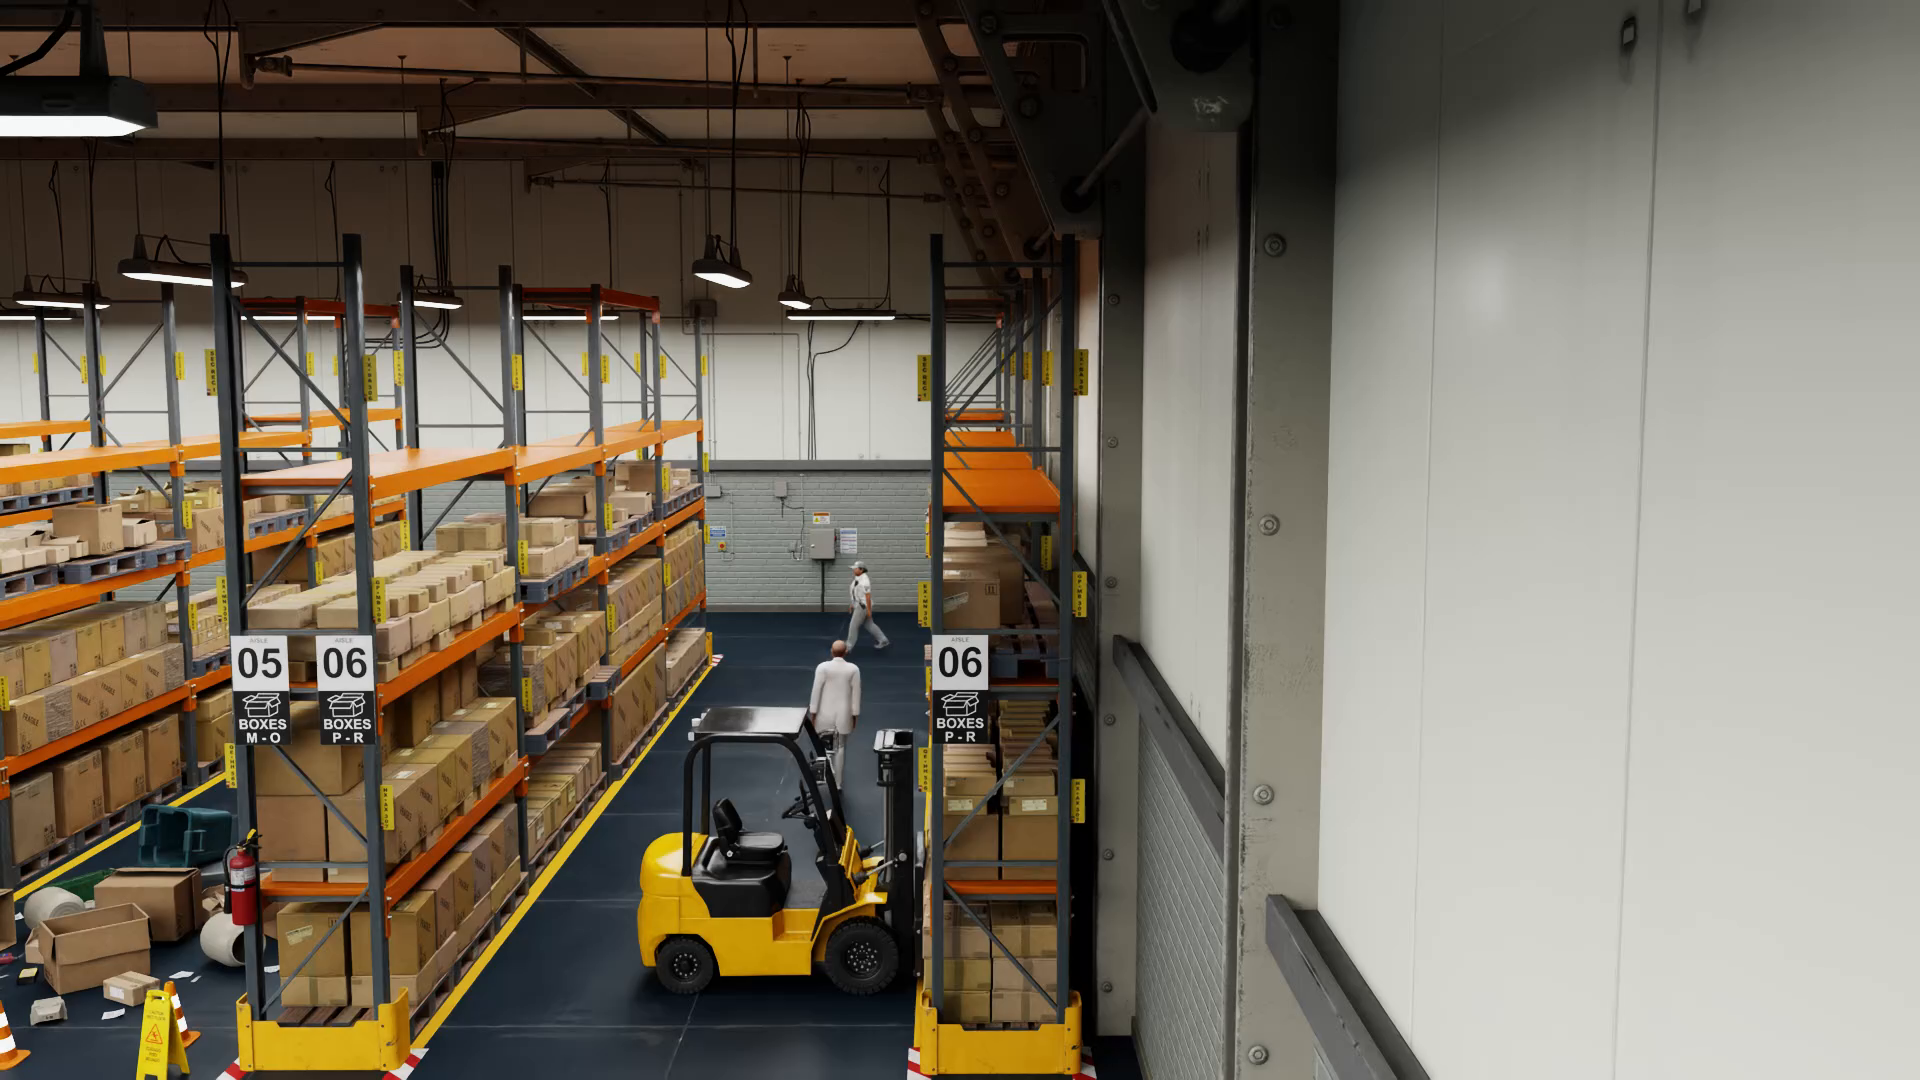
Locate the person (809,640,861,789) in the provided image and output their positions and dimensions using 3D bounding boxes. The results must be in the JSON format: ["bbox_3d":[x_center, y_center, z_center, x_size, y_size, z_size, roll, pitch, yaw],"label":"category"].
[{"bbox_3d":[-1.491,2.080,19.872,0.629,1.779,0.504,-1,6,-5],"label":"person"}]

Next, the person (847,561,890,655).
[{"bbox_3d":[-1.679,1.169,28.931,0.985,1.632,0.497,-2,7,-16],"label":"person"}]
